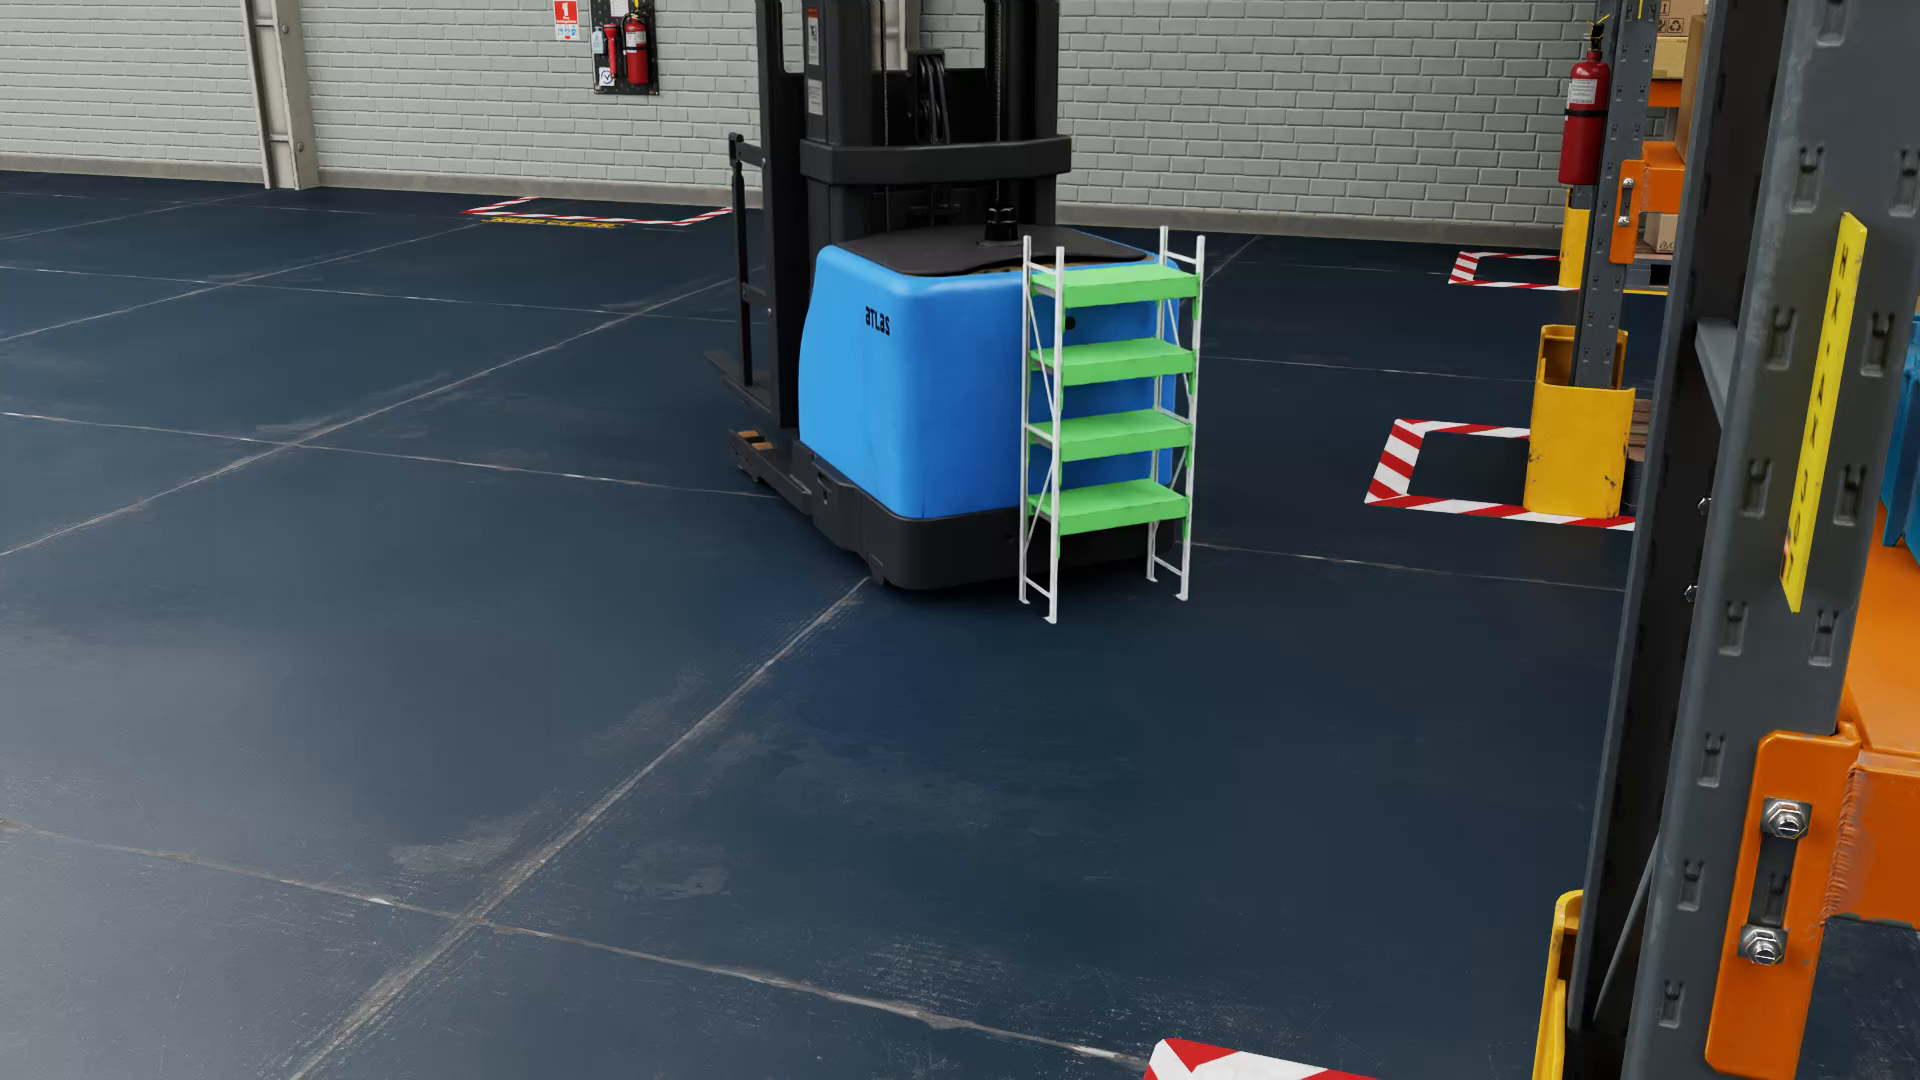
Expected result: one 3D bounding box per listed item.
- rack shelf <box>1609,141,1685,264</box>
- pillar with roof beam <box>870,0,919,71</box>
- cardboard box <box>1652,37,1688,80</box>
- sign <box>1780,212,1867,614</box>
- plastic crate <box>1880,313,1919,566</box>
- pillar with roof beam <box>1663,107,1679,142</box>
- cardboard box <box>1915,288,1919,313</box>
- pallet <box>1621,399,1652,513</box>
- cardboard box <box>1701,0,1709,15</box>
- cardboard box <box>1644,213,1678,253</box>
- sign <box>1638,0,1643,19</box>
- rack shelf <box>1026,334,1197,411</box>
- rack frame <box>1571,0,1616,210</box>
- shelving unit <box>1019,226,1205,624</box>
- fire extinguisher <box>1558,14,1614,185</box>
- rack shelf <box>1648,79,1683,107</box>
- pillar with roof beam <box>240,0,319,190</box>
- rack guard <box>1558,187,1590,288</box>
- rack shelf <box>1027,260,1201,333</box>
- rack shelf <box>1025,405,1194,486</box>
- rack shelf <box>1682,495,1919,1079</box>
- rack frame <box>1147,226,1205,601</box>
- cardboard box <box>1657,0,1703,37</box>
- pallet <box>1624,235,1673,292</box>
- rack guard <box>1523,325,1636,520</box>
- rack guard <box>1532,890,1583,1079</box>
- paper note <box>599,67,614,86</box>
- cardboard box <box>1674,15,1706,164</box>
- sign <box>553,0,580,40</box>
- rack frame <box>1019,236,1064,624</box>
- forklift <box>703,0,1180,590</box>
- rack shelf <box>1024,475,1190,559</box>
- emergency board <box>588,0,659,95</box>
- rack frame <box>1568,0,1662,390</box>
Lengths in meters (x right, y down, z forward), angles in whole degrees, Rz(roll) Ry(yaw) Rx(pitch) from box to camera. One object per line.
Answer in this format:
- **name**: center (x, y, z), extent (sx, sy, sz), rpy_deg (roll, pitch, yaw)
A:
- **rack shelf**: center (4.428, -1.130, 5.852), extent (4.000, 0.370, 1.077), rpy_deg (7, 20, 18)
- **pillar with roof beam**: center (-1.974, -5.562, 8.360), extent (0.400, 9.000, 9.100), rpy_deg (7, 20, 18)
- **cardboard box**: center (4.518, -3.013, 10.360), extent (0.500, 0.250, 0.500), rpy_deg (6, 20, 16)
- **sign**: center (0.725, -0.106, 1.402), extent (0.005, 0.325, 0.100), rpy_deg (7, 20, 18)
- **plastic crate**: center (1.481, -0.114, 2.073), extent (0.616, 0.251, 0.499), rpy_deg (7, 20, 18)
- **pillar with roof beam**: center (3.693, -4.914, 6.501), extent (0.400, 9.000, 9.100), rpy_deg (7, 20, 18)
- **cardboard box**: center (3.445, -0.759, 6.096), extent (0.500, 0.500, 0.500), rpy_deg (7, 20, 18)
- **pallet**: center (3.275, -0.299, 6.613), extent (1.213, 0.211, 1.003), rpy_deg (7, 20, 18)
- **cardboard box**: center (2.962, -2.057, 6.282), extent (0.250, 0.149, 0.380), rpy_deg (6, 20, 17)
- **cardboard box**: center (4.785, -2.061, 10.849), extent (0.500, 0.311, 0.500), rpy_deg (4, 20, 12)
- **sign**: center (2.351, -1.960, 5.705), extent (0.005, 0.325, 0.100), rpy_deg (7, 20, 18)
- **rack shelf**: center (0.474, -0.534, 5.249), extent (0.480, 0.148, 0.258), rpy_deg (-8, 21, -23)
- **rack frame**: center (4.161, -3.226, 10.773), extent (0.127, 3.000, 1.000), rpy_deg (7, 20, 18)
- **shelving unit**: center (0.474, -0.367, 5.307), extent (0.503, 1.200, 0.258), rpy_deg (-8, 21, -23)
- **fire extinguisher**: center (2.580, -1.806, 6.817), extent (0.183, 0.674, 0.296), rpy_deg (7, 20, 18)
- **rack shelf**: center (6.050, -2.670, 10.272), extent (4.000, 0.370, 1.077), rpy_deg (7, 20, 18)
- **pillar with roof beam**: center (-7.642, -6.210, 10.219), extent (0.400, 9.000, 9.100), rpy_deg (7, 20, 18)
- **rack guard**: center (4.233, -2.037, 11.161), extent (0.348, 0.500, 1.175), rpy_deg (7, 20, 18)
- **rack shelf**: center (0.474, -0.760, 5.170), extent (0.480, 0.148, 0.258), rpy_deg (-8, 21, -23)
- **rack shelf**: center (0.474, -0.307, 5.328), extent (0.480, 0.148, 0.258), rpy_deg (-8, 21, -23)
- **rack shelf**: center (2.799, 0.410, 1.435), extent (4.000, 0.370, 1.077), rpy_deg (7, 20, 18)
- **rack frame**: center (0.696, -0.400, 5.402), extent (0.015, 1.200, 0.240), rpy_deg (-8, 21, -23)
- **cardboard box**: center (4.513, -3.374, 10.255), extent (0.500, 0.500, 0.500), rpy_deg (7, 20, 18)
- **pallet**: center (4.989, -1.802, 10.926), extent (1.213, 0.211, 1.003), rpy_deg (7, 20, 18)
- **rack guard**: center (2.516, -0.507, 6.773), extent (0.348, 0.500, 1.175), rpy_deg (7, 20, 18)
- **rack guard**: center (0.997, 1.028, 2.366), extent (0.348, 0.500, 1.175), rpy_deg (7, 20, 18)
- **paper note**: center (-3.028, -3.971, 14.249), extent (0.142, 0.148, 0.016), rpy_deg (7, 20, 18)
- **cardboard box**: center (2.976, -1.678, 6.181), extent (0.500, 0.500, 0.700), rpy_deg (7, 20, 18)
- **sign**: center (-3.372, -4.455, 14.245), extent (0.234, 0.329, 0.001), rpy_deg (7, 20, 18)
- **rack frame**: center (0.252, -0.334, 5.212), extent (0.015, 1.200, 0.240), rpy_deg (-8, 21, -23)
- **forklift**: center (-0.314, -1.667, 6.406), extent (1.130, 2.935, 3.031), rpy_deg (-8, 21, -22)
- **rack shelf**: center (0.474, -0.080, 5.407), extent (0.480, 0.148, 0.258), rpy_deg (-8, 21, -23)
- **emergency board**: center (-2.883, -4.346, 13.987), extent (0.643, 1.169, 0.194), rpy_deg (7, 20, 18)
- **rack frame**: center (2.539, -1.685, 6.354), extent (0.127, 3.000, 1.000), rpy_deg (7, 20, 18)
